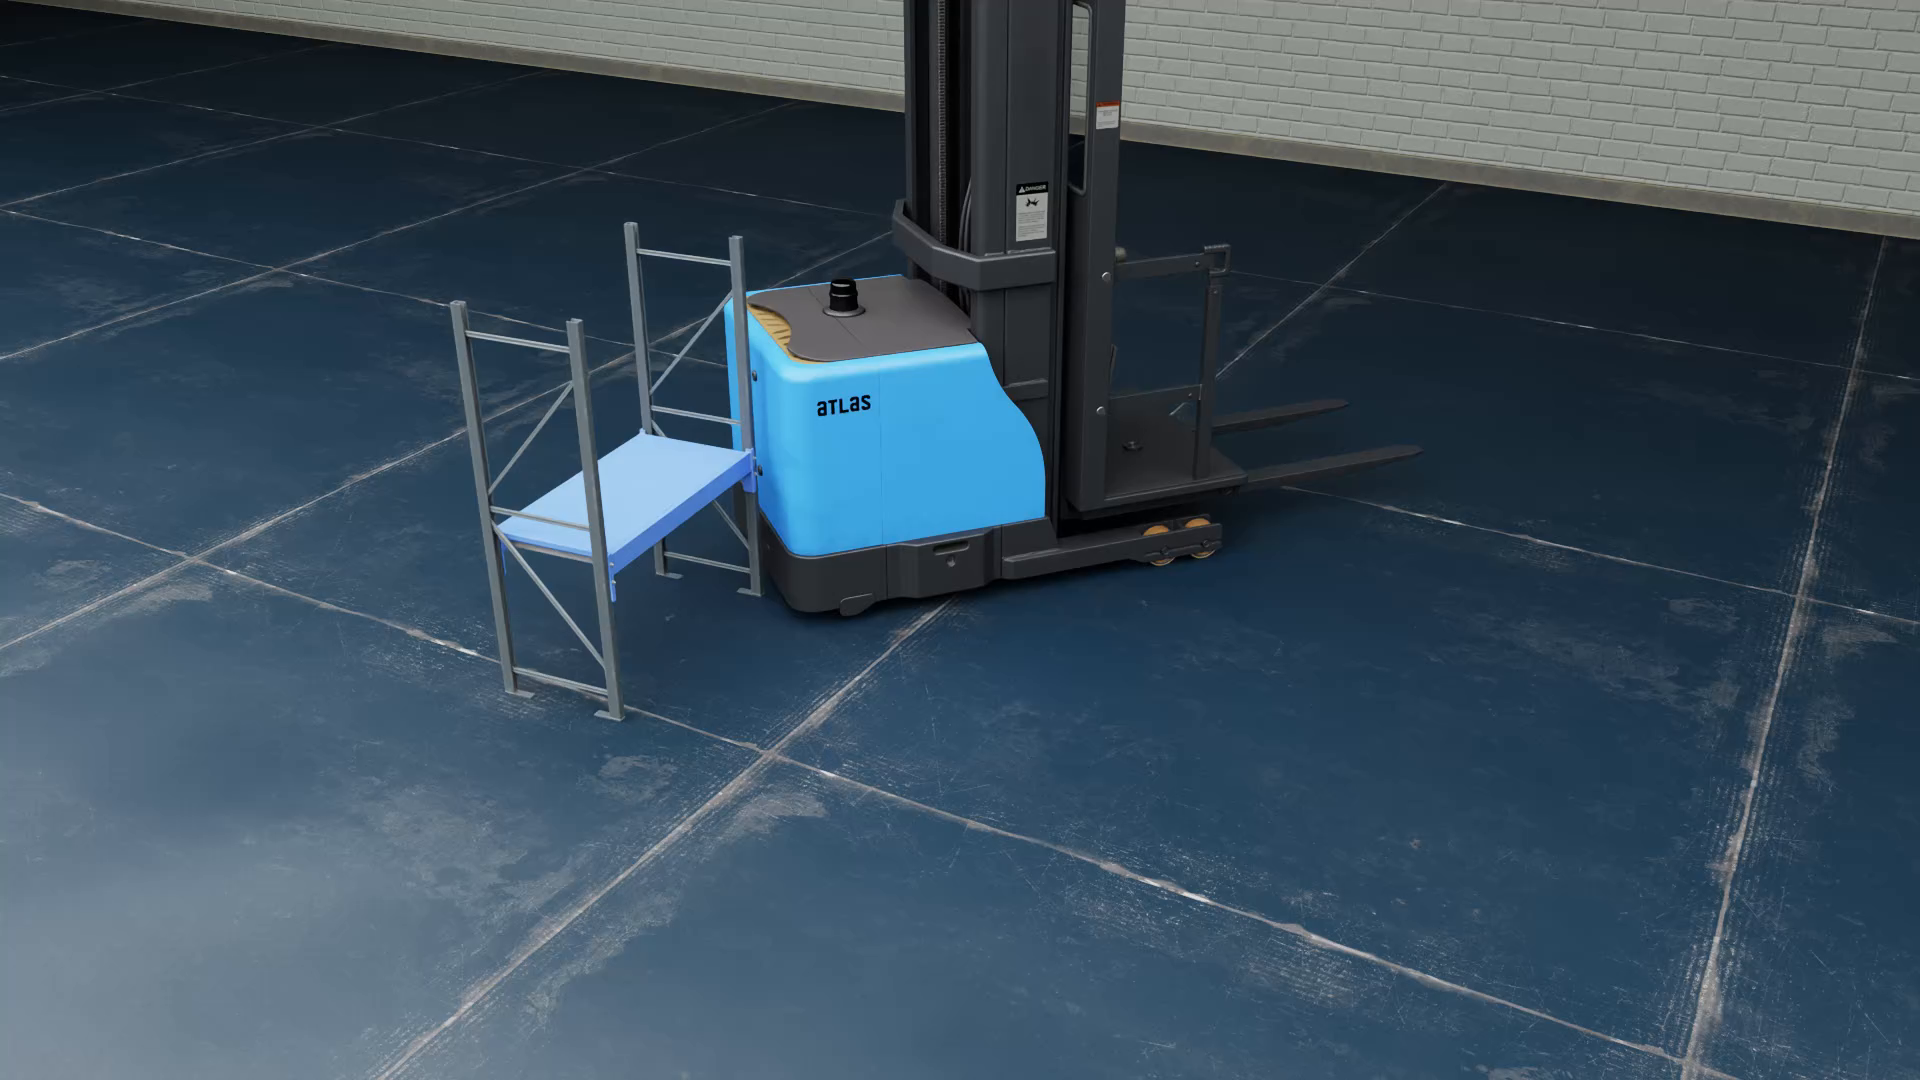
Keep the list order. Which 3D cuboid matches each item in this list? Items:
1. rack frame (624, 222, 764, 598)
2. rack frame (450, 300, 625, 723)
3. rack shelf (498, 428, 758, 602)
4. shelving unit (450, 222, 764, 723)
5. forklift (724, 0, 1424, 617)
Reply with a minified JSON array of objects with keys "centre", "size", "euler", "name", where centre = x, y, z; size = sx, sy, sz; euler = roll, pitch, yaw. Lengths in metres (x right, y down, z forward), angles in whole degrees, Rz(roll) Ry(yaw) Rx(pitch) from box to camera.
[{"centre":[-1.036,-0.486,6.546],"size":[0.500,1.500,0.032],"euler":[11,29,21],"name":"rack frame"},{"centre":[-1.438,-0.068,5.711],"size":[0.500,1.500,0.032],"euler":[11,29,21],"name":"rack frame"},{"centre":[-1.237,-0.116,6.209],"size":[0.538,0.185,1.000],"euler":[11,29,21],"name":"rack shelf"},{"centre":[-1.237,-0.277,6.128],"size":[0.538,1.500,1.048],"euler":[11,29,21],"name":"shelving unit"},{"centre":[0.581,-1.412,6.795],"size":[3.031,2.935,1.130],"euler":[-10,28,-19],"name":"forklift"}]
